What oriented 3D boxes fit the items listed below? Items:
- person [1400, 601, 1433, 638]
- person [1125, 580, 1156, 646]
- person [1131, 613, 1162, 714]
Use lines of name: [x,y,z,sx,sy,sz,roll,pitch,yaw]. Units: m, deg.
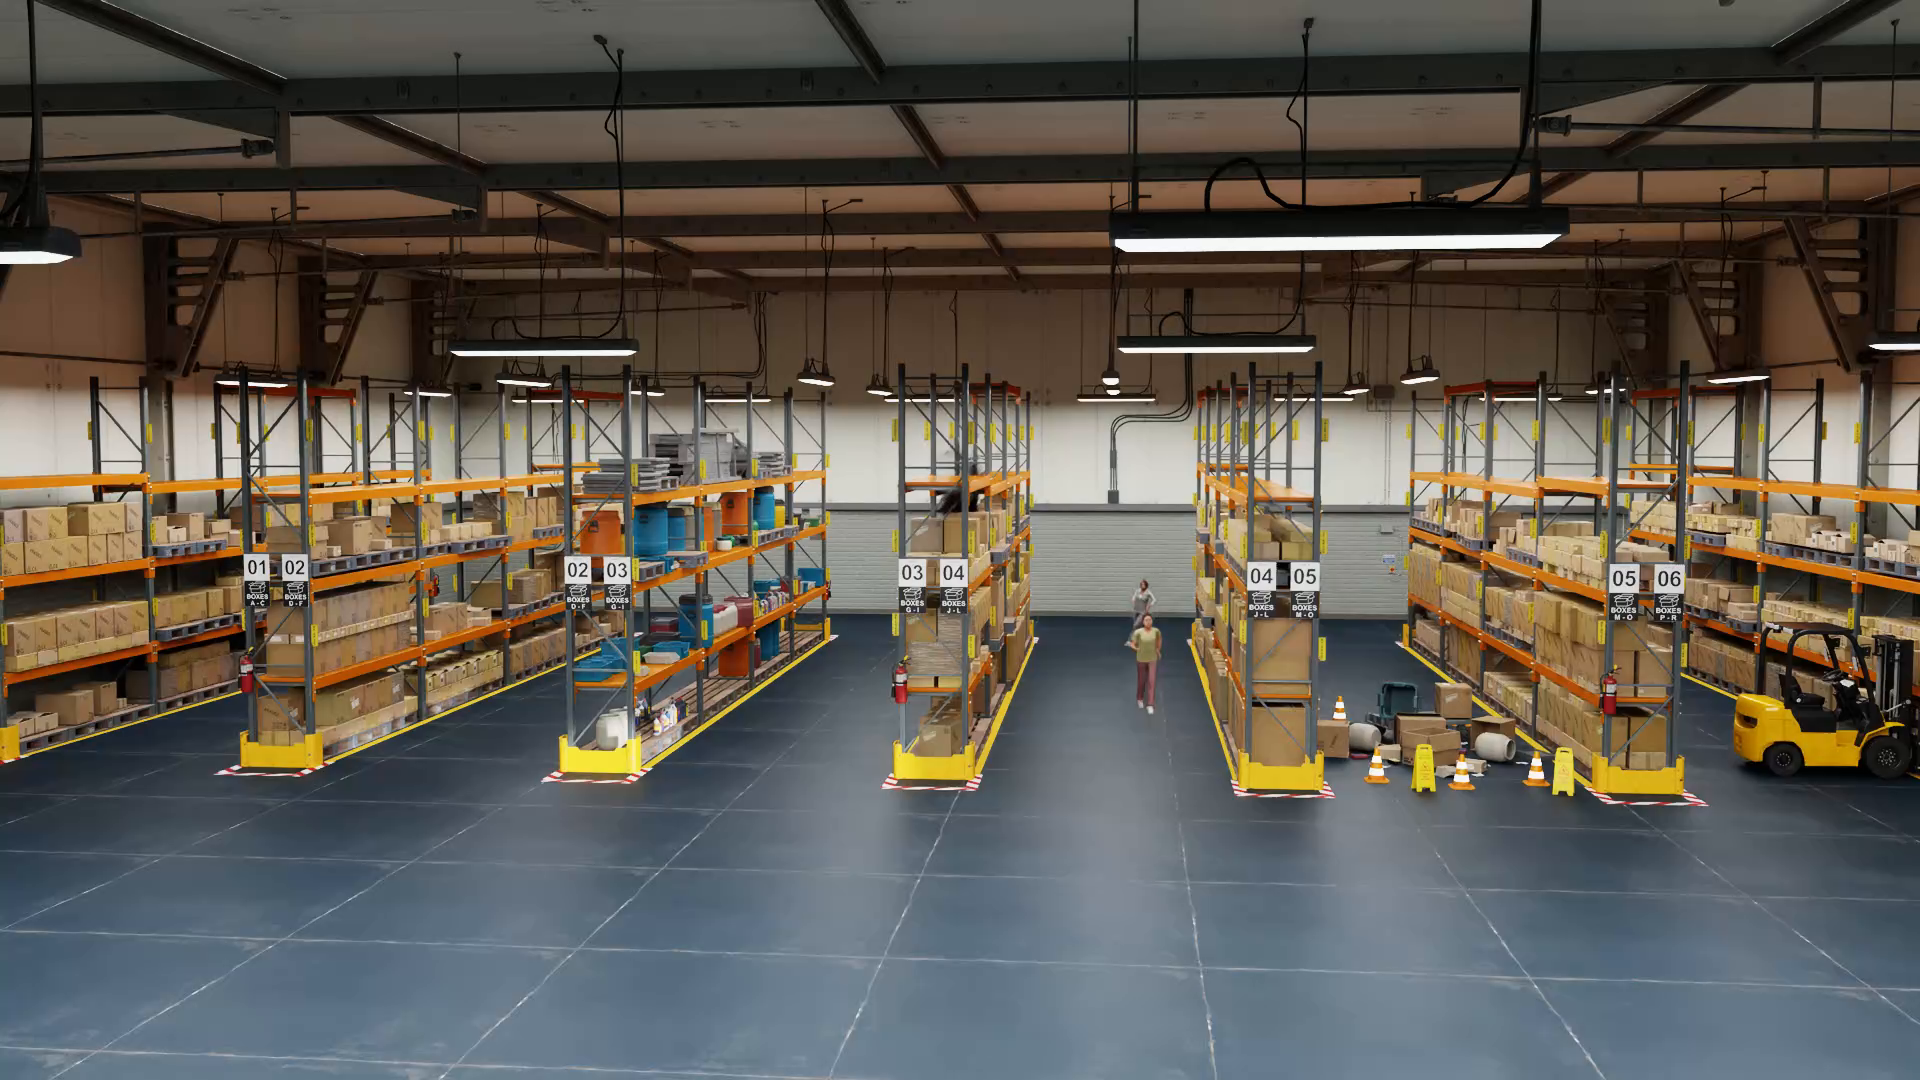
person: [11.127,1.530,40.359,0.984,1.784,0.763,2,4,33]
person: [4.310,1.711,39.236,0.575,1.557,0.838,3,5,35]
person: [3.171,2.066,28.237,0.562,1.671,0.855,0,4,-4]
